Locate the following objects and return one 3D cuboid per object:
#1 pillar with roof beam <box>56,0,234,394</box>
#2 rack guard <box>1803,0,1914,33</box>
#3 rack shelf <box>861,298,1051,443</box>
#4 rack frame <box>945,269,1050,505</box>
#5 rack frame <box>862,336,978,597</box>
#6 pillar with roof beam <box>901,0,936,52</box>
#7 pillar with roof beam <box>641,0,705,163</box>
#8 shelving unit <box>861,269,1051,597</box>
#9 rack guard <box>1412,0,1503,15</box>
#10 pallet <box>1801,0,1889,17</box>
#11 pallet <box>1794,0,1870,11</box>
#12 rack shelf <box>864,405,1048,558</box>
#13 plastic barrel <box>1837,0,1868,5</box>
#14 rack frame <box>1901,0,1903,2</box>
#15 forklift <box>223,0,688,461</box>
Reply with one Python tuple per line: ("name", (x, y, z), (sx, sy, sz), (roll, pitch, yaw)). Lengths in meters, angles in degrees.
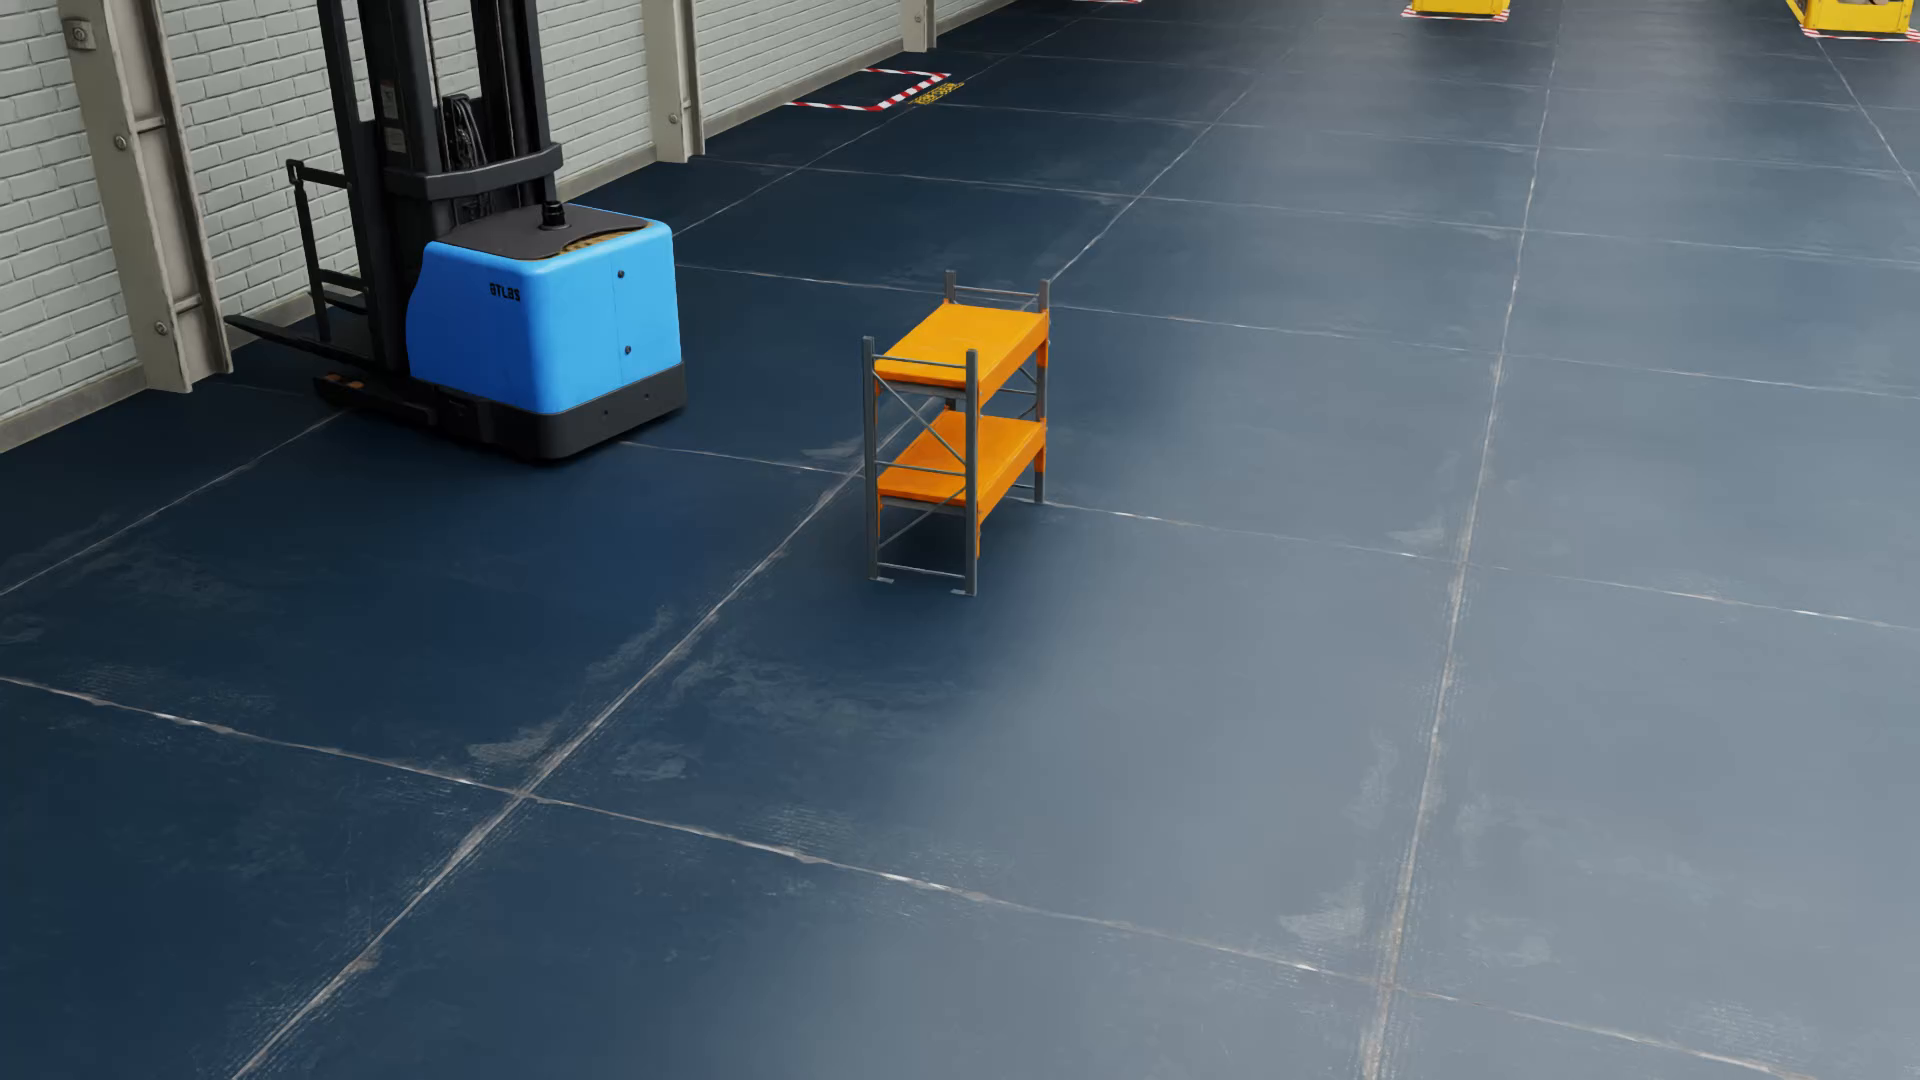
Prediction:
("pillar with roof beam", (-0.427, -4.363, 6.436), (9.100, 9.000, 0.400), (9, 27, 17))
("rack guard", (11.409, -6.748, 21.113), (1.175, 0.500, 0.348), (9, 27, 17))
("rack shelf", (0.002, -0.772, 7.383), (0.538, 0.278, 1.000), (9, 27, 17))
("rack frame", (0.171, -0.718, 7.942), (0.500, 1.125, 0.032), (9, 27, 17))
("rack frame", (-0.167, -0.300, 7.079), (0.500, 1.125, 0.032), (9, 27, 17))
("pillar with roof beam", (3.566, -9.295, 16.621), (9.100, 9.000, 0.400), (9, 27, 17))
("pillar with roof beam", (1.569, -6.829, 11.528), (9.100, 9.000, 0.400), (9, 27, 17))
("shelving unit", (0.002, -0.509, 7.511), (0.538, 1.125, 1.048), (9, 27, 17))
("rack guard", (6.750, -7.420, 22.501), (1.175, 0.500, 0.348), (9, 27, 17))
("pallet", (11.684, -6.951, 21.864), (1.003, 0.211, 1.213), (9, 27, 17))
("pallet", (12.092, -7.450, 22.896), (1.003, 0.211, 1.213), (9, 27, 17))
("rack shelf", (0.002, -0.289, 7.617), (0.538, 0.278, 1.000), (9, 27, 17))
("plastic barrel", (11.575, -7.186, 21.522), (0.421, 0.512, 0.421), (0, 26, 0))
("rack frame", (11.428, -7.835, 20.489), (1.000, 3.000, 0.127), (9, 27, 17))
("forklift", (-3.006, -2.206, 8.943), (3.031, 2.935, 1.130), (16, 30, 30))
